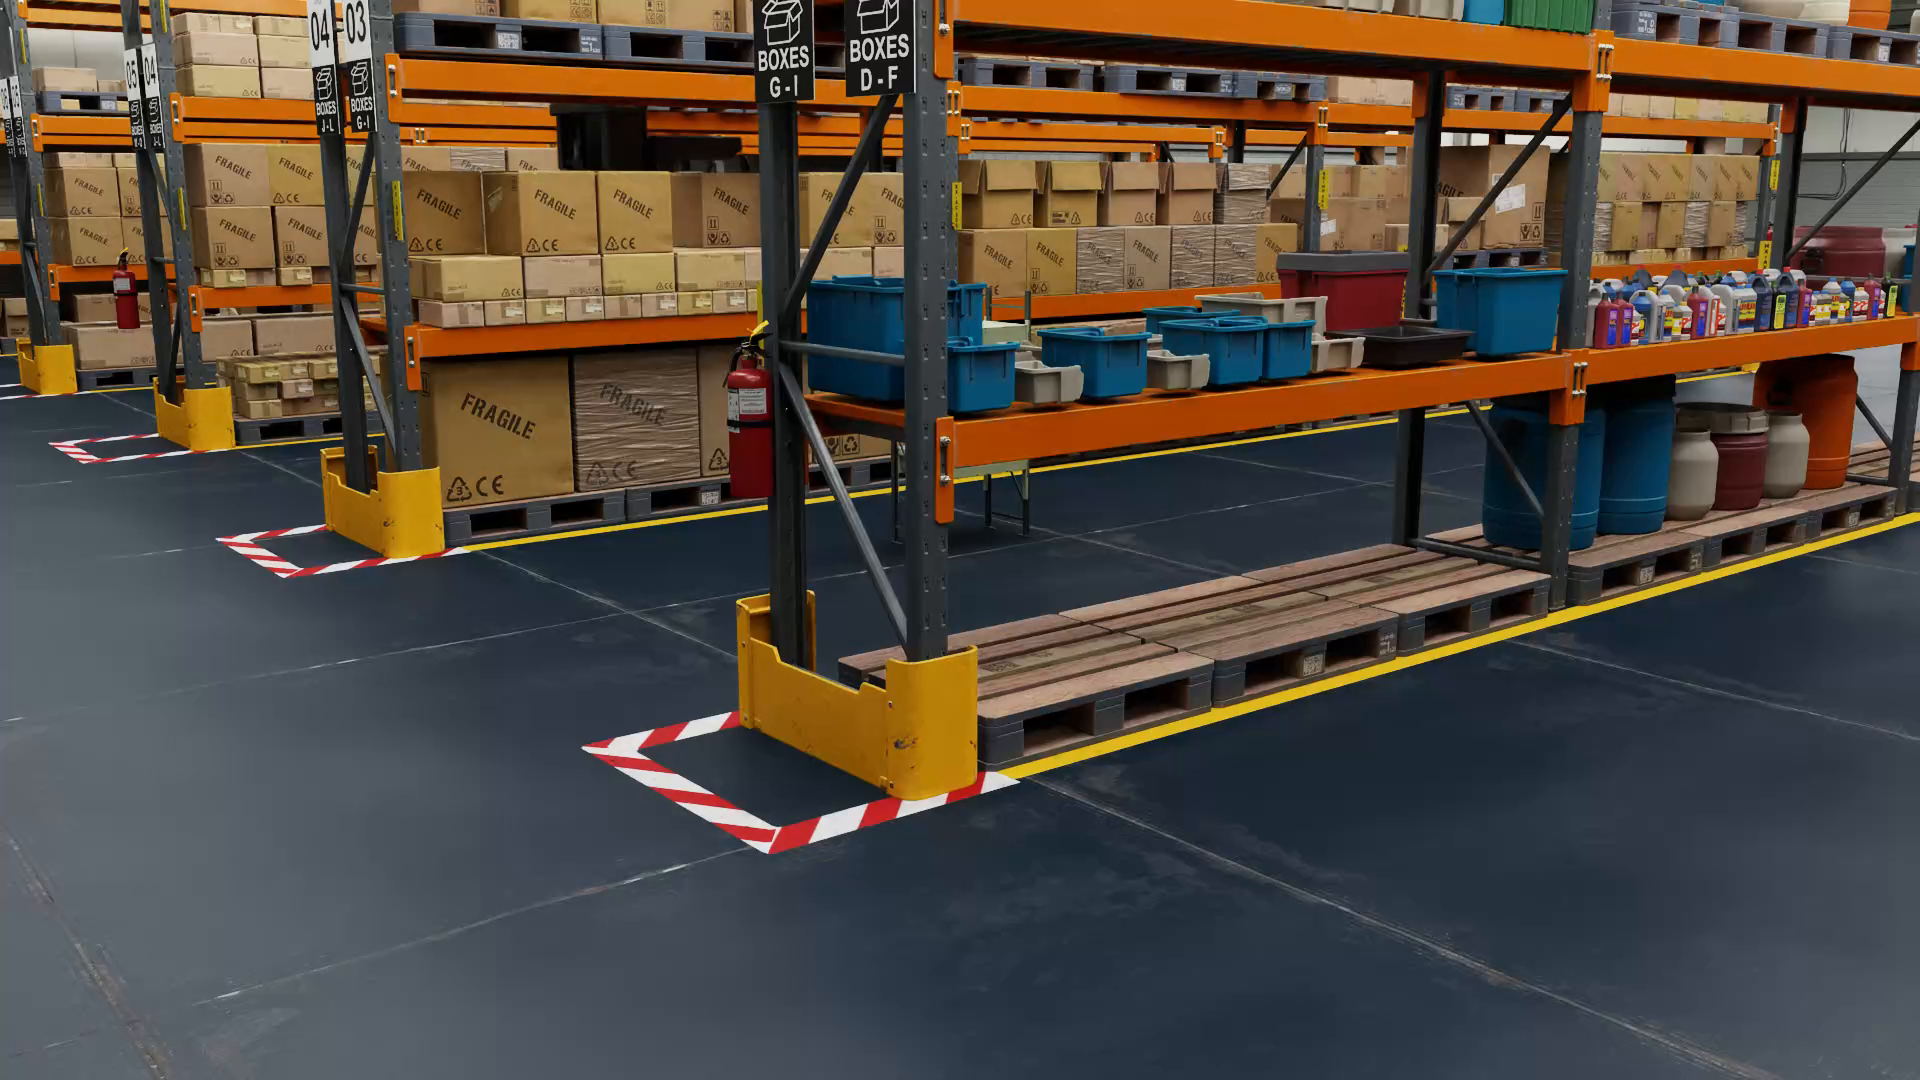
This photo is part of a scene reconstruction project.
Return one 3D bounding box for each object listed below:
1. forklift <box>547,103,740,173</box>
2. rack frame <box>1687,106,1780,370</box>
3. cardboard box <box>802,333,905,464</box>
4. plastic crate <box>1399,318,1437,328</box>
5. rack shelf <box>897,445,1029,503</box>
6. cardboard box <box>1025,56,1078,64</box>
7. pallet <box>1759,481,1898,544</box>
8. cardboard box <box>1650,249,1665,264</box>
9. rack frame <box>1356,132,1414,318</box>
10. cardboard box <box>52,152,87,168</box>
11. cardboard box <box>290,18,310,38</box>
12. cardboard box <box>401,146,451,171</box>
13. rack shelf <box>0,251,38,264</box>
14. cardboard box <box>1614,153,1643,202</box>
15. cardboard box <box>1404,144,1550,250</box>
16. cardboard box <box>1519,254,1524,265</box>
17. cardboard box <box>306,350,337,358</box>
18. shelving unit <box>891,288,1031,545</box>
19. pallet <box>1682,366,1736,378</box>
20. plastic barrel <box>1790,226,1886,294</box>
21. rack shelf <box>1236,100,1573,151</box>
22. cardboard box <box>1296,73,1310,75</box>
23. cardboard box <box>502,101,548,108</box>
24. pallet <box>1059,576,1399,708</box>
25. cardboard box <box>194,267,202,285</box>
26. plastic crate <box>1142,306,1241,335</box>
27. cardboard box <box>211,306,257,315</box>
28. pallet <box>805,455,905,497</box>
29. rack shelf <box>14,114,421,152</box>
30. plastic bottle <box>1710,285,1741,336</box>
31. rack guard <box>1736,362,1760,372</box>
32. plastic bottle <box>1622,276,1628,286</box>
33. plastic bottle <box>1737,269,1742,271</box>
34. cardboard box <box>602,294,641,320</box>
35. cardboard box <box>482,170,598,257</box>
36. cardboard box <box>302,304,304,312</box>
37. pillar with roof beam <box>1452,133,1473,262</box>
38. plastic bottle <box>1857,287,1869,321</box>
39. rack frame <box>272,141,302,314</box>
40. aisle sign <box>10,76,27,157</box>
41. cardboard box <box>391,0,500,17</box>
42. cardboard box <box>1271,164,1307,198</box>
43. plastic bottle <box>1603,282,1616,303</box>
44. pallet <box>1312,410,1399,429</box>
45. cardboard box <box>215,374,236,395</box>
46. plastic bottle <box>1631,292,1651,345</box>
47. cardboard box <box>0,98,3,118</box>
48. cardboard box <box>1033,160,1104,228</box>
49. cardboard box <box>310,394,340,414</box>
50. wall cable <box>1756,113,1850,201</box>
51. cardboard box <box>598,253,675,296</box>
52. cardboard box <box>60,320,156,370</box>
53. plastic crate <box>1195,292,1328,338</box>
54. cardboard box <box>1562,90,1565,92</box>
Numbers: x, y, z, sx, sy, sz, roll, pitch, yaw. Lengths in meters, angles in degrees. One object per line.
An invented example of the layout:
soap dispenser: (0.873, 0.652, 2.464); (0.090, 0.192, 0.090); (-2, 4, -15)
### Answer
forklift: (-2.457, -2.264, 13.735); (3.031, 2.935, 1.130); (-10, 16, -39)
rack frame: (8.999, -3.549, 19.622); (0.127, 3.000, 1.000); (-9, 15, -38)
cardboard box: (-0.936, -1.086, 12.124); (0.875, 0.875, 0.875); (-9, 15, -38)
plastic crate: (2.271, -1.052, 8.352); (0.243, 0.136, 0.396); (-9, 15, -38)
rack shelf: (0.005, -0.416, 10.045); (0.720, 0.370, 0.431); (-9, 15, -38)
cardboard box: (0.542, -3.749, 12.545); (0.500, 0.311, 0.500); (-10, 16, -40)
pallet: (5.257, -0.235, 10.726); (1.213, 0.211, 1.003); (-9, 15, -38)
cardboard box: (7.395, -3.083, 18.032); (0.250, 0.149, 0.380); (-9, 15, -38)
rack frame: (5.980, -4.367, 23.472); (0.127, 3.000, 1.000); (-9, 15, -38)
cardboard box: (-9.235, -3.937, 17.238); (0.250, 0.149, 0.380); (-9, 15, -36)
cardboard box: (-5.461, -4.214, 13.730); (0.250, 0.149, 0.380); (-9, 15, -37)
cardboard box: (-4.792, -3.186, 14.549); (0.500, 0.500, 0.500); (-10, 16, -39)
rack shelf: (-11.227, -3.793, 22.500); (4.000, 0.370, 1.077); (-9, 15, -38)
cardboard box: (6.776, -3.796, 17.420); (0.500, 0.500, 0.500); (-9, 15, -38)
cardboard box: (5.168, -3.449, 16.693); (1.000, 1.000, 1.000); (-9, 15, -37)
cardboard box: (5.860, -2.983, 17.560); (0.250, 0.149, 0.380); (-9, 15, -38)
cardboard box: (-5.662, -1.603, 14.877); (0.250, 0.149, 0.380); (-10, 16, -40)
shelving unit: (0.005, -0.735, 9.977); (0.755, 1.500, 0.431); (-9, 15, -38)
pallet: (8.284, -2.076, 19.396); (1.213, 0.211, 1.003); (-9, 15, -38)
plastic barrel: (6.020, -1.884, 11.451); (0.708, 0.536, 0.600); (-9, 15, -38)
rack shelf: (4.314, -3.886, 15.719); (4.000, 0.370, 1.077); (-9, 15, -38)
cardboard box: (3.280, -4.291, 14.450); (0.500, 0.500, 0.500); (-9, 15, -37)
cardboard box: (-4.002, -4.033, 15.041); (0.500, 0.250, 0.500); (-9, 15, -38)
pallet: (1.220, 0.436, 7.567); (1.213, 0.211, 1.003); (-9, 15, -38)
cardboard box: (-6.436, -2.256, 14.136); (0.250, 0.149, 0.380); (-9, 15, -38)
plastic crate: (1.043, -0.925, 7.523); (0.300, 0.233, 0.416); (-9, 15, -38)
cardboard box: (-10.329, -3.247, 23.660); (0.500, 0.311, 0.500); (-9, 15, -36)
pallet: (-1.014, -0.542, 12.174); (1.213, 0.211, 1.003); (-9, 15, -38)
rack shelf: (-8.123, -4.455, 18.399); (4.000, 0.370, 1.077); (-9, 15, -38)
plastic bottle: (4.227, -1.277, 9.218); (0.135, 0.276, 0.152); (-9, 15, -38)
rack guard: (8.940, -2.317, 19.835); (0.348, 0.500, 1.175); (-9, 15, -38)
plastic bottle: (3.946, -1.433, 9.937); (0.133, 0.283, 0.061); (-9, 15, -38)
plastic bottle: (5.022, -1.612, 10.779); (0.133, 0.283, 0.061); (-9, 15, -38)
cardboard box: (-2.210, -1.476, 10.465); (0.250, 0.149, 0.380); (-10, 15, -39)
cardboard box: (-2.560, -1.995, 10.144); (0.500, 0.500, 0.500); (-10, 16, -39)
cardboard box: (-9.467, -3.498, 24.390); (0.500, 0.500, 0.500); (-10, 15, -38)
pillar with roof beam: (15.343, -10.589, 38.332); (0.548, 9.000, 9.100); (-9, 15, -38)
plastic bottle: (5.516, -1.447, 10.200); (0.097, 0.201, 0.097); (0, 12, 0)
rack frame: (-9.665, -4.404, 23.648); (0.127, 3.000, 1.000); (-9, 15, -38)
aisle sign: (-9.560, -4.296, 16.879); (0.004, 0.787, 0.394); (-9, 15, -38)
cardboard box: (-3.122, -3.320, 9.827); (0.500, 0.500, 0.700); (-11, 16, -41)
cardboard box: (4.030, -4.630, 21.749); (0.550, 0.550, 0.875); (-9, 15, -38)
plastic bottle: (3.706, -1.342, 9.537); (0.097, 0.271, 0.097); (0, 12, 0)
pallet: (3.364, -1.248, 15.499); (1.213, 0.211, 1.003); (-9, 15, -38)
cardboard box: (-6.280, -1.362, 14.457); (0.250, 0.149, 0.380); (-10, 16, -39)
plastic bottle: (3.535, -1.152, 8.643); (0.097, 0.271, 0.097); (0, 12, 0)
cardboard box: (-12.272, -5.438, 20.939); (0.500, 0.250, 0.500); (-10, 15, -38)
cardboard box: (0.666, -2.703, 12.981); (0.637, 0.503, 0.797); (-9, 15, -37)
cardboard box: (-5.562, -1.198, 14.403); (0.250, 0.149, 0.380); (-9, 15, -37)
wall cable: (25.150, -11.493, 50.066); (0.112, 2.526, 3.097); (-9, 15, -38)
cardboard box: (-2.154, -1.697, 10.543); (0.500, 0.250, 0.500); (-10, 16, -40)
cardboard box: (-9.232, -2.134, 18.116); (0.875, 0.438, 0.875); (-10, 16, -40)
plastic crate: (1.416, -0.992, 7.719); (0.530, 0.282, 0.437); (-9, 15, -38)
cardboard box: (6.322, -4.611, 16.803); (0.250, 0.149, 0.380); (-10, 16, -39)
